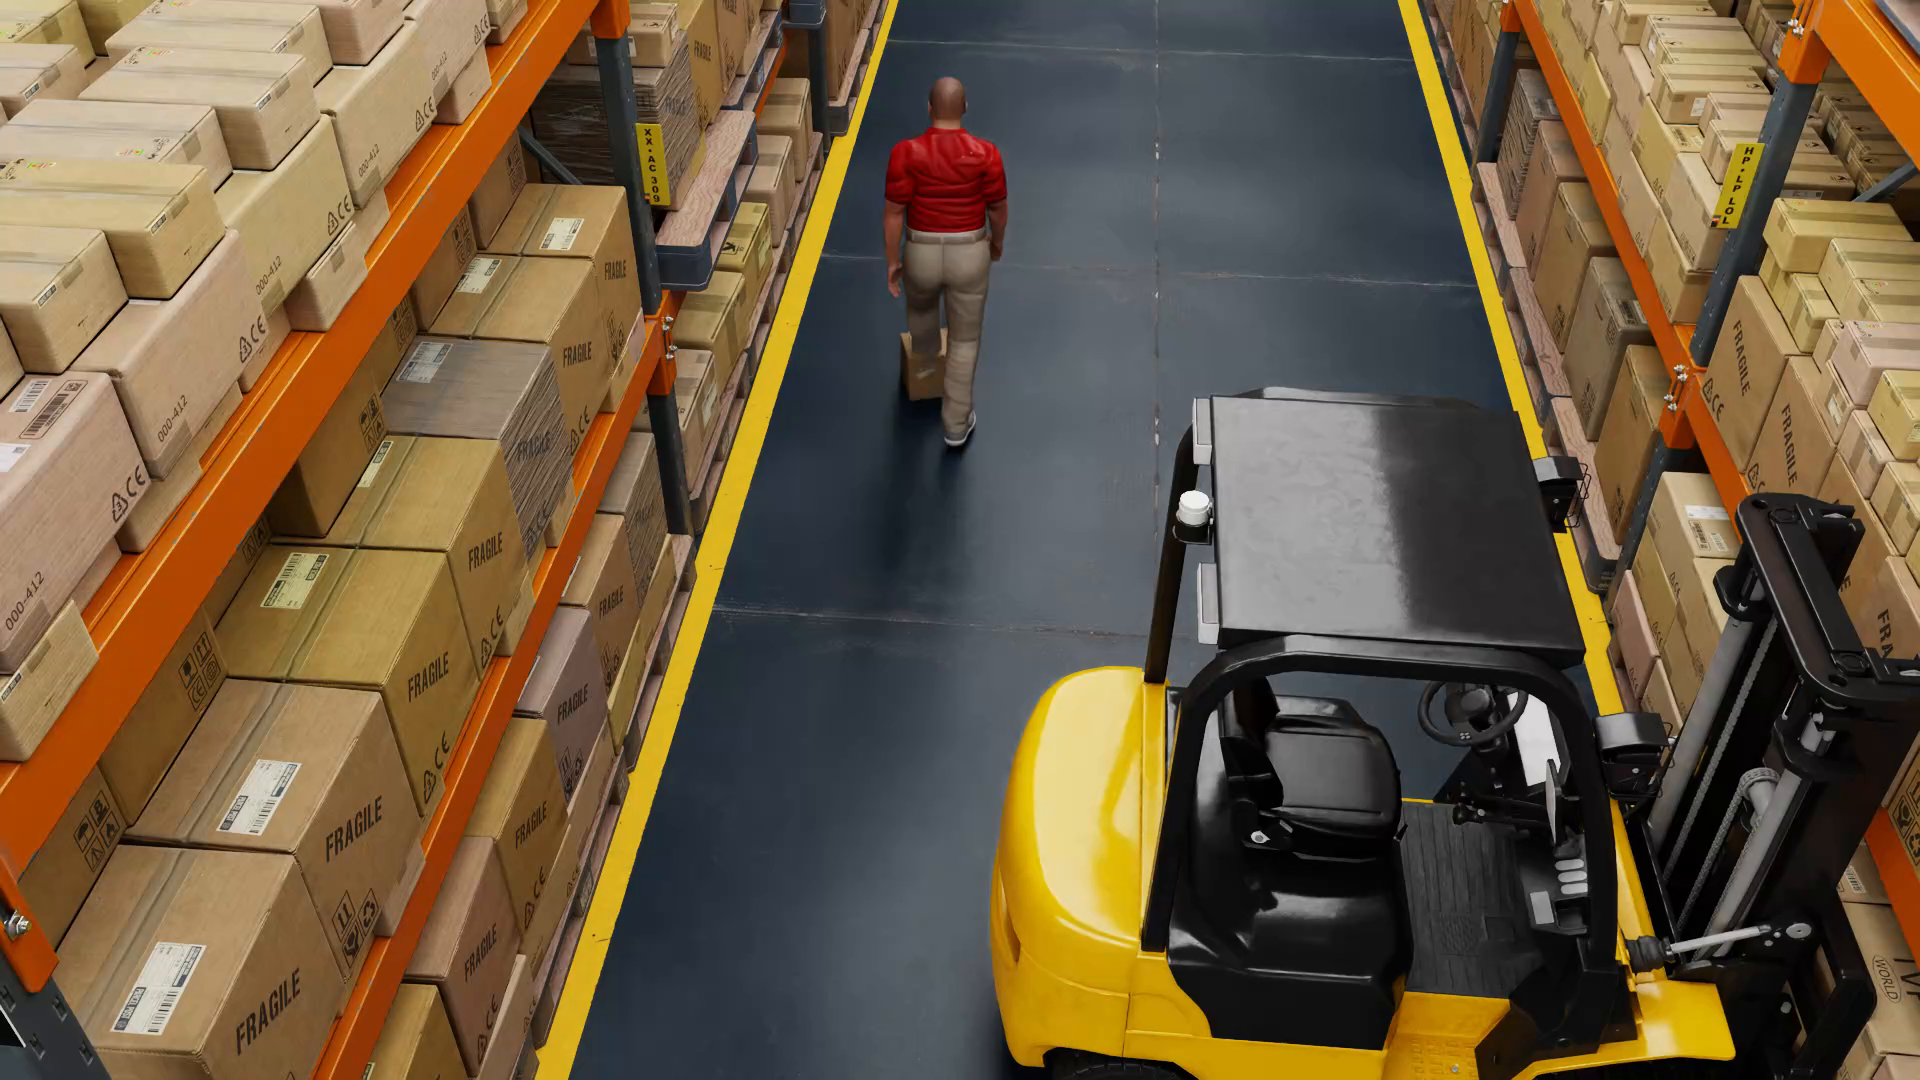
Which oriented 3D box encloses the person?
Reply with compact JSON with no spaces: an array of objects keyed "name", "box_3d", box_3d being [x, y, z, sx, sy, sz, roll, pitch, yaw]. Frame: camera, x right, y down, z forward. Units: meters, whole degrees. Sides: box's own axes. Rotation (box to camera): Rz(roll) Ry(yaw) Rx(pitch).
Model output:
[{"name":"person","box_3d":[-0.063,-1.308,7.780,0.558,1.766,0.832,3,40,4]}]
